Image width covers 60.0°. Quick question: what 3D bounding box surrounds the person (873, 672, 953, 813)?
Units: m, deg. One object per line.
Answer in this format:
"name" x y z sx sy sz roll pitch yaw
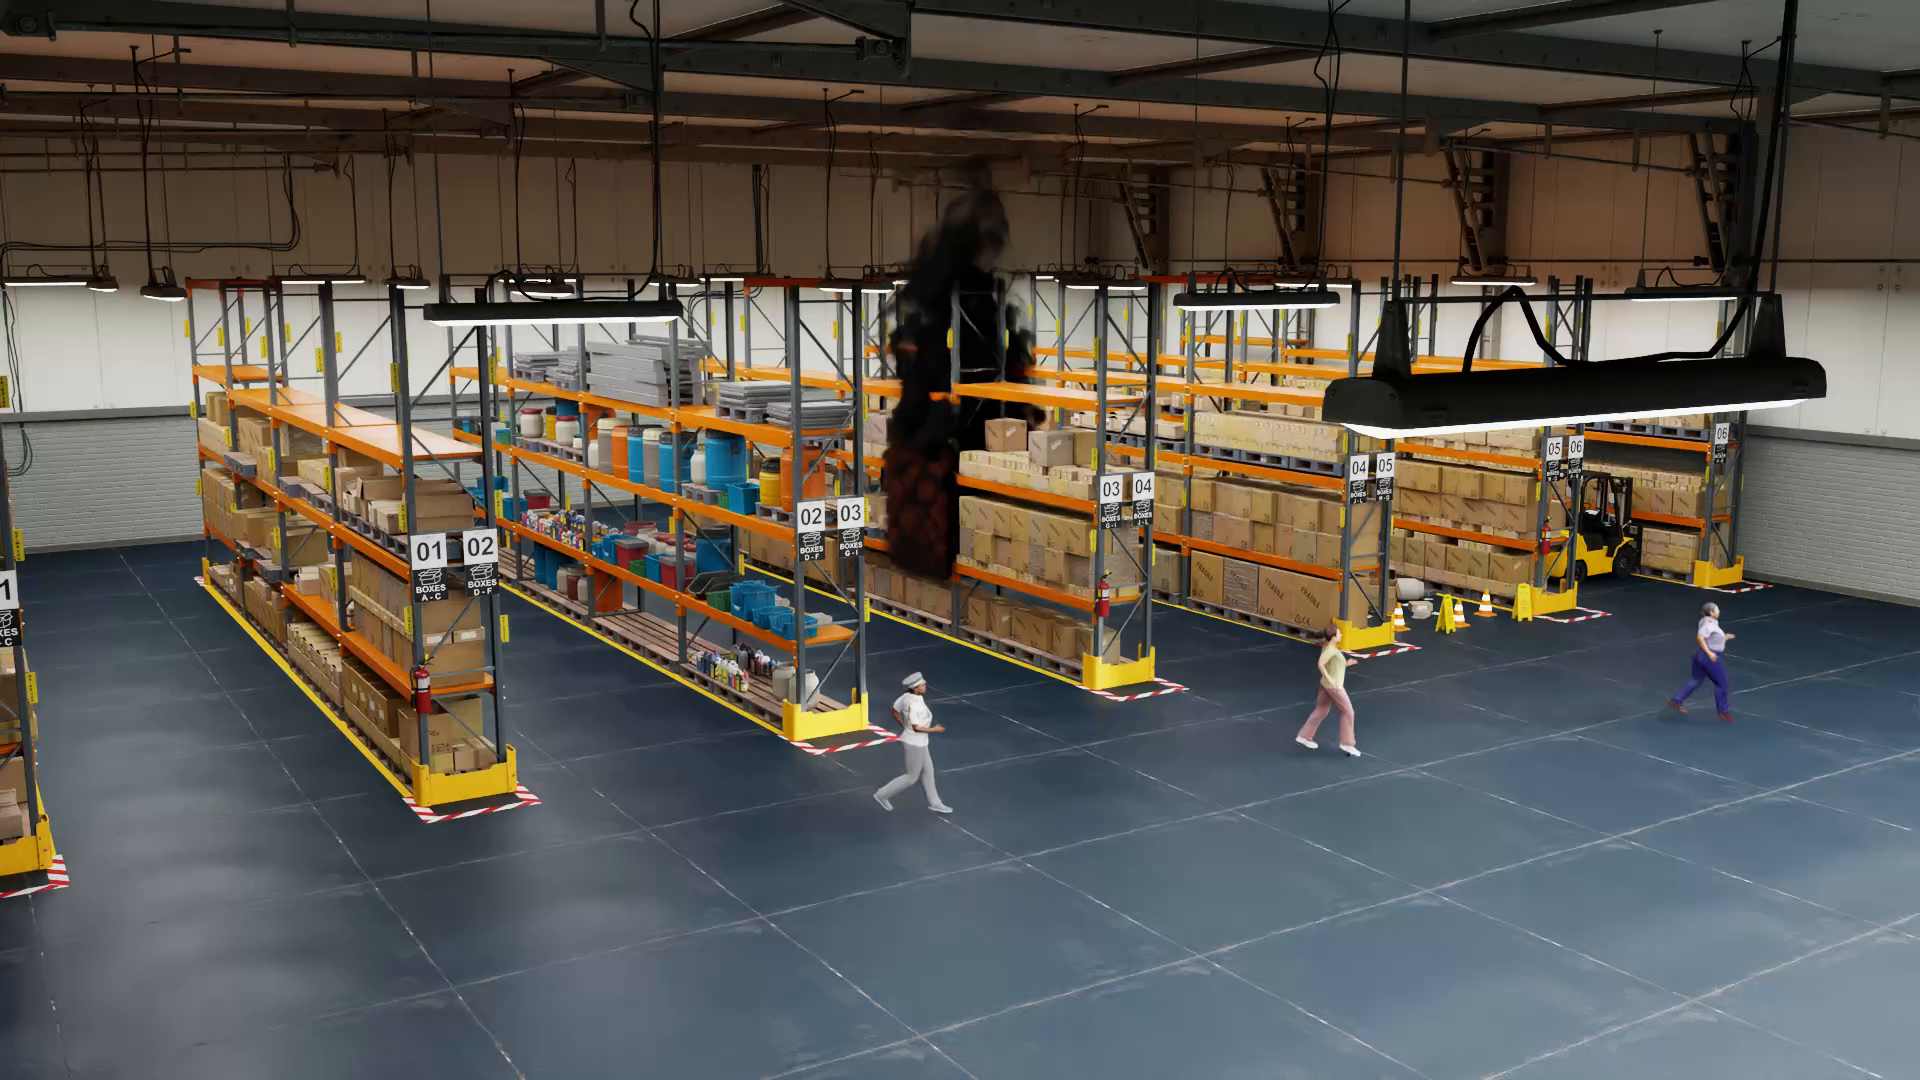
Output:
"person" -0.537 2.338 18.988 0.933 1.695 0.587 -2 10 -9

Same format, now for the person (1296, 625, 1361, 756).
"person" 4.765 1.933 21.421 0.830 1.715 0.552 -1 10 -6

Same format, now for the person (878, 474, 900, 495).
"person" -1.584 -0.662 37.121 0.565 1.636 0.721 -5 11 -27

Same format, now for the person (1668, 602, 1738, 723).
"person" 10.329 1.679 22.998 0.895 1.671 0.594 1 10 3
